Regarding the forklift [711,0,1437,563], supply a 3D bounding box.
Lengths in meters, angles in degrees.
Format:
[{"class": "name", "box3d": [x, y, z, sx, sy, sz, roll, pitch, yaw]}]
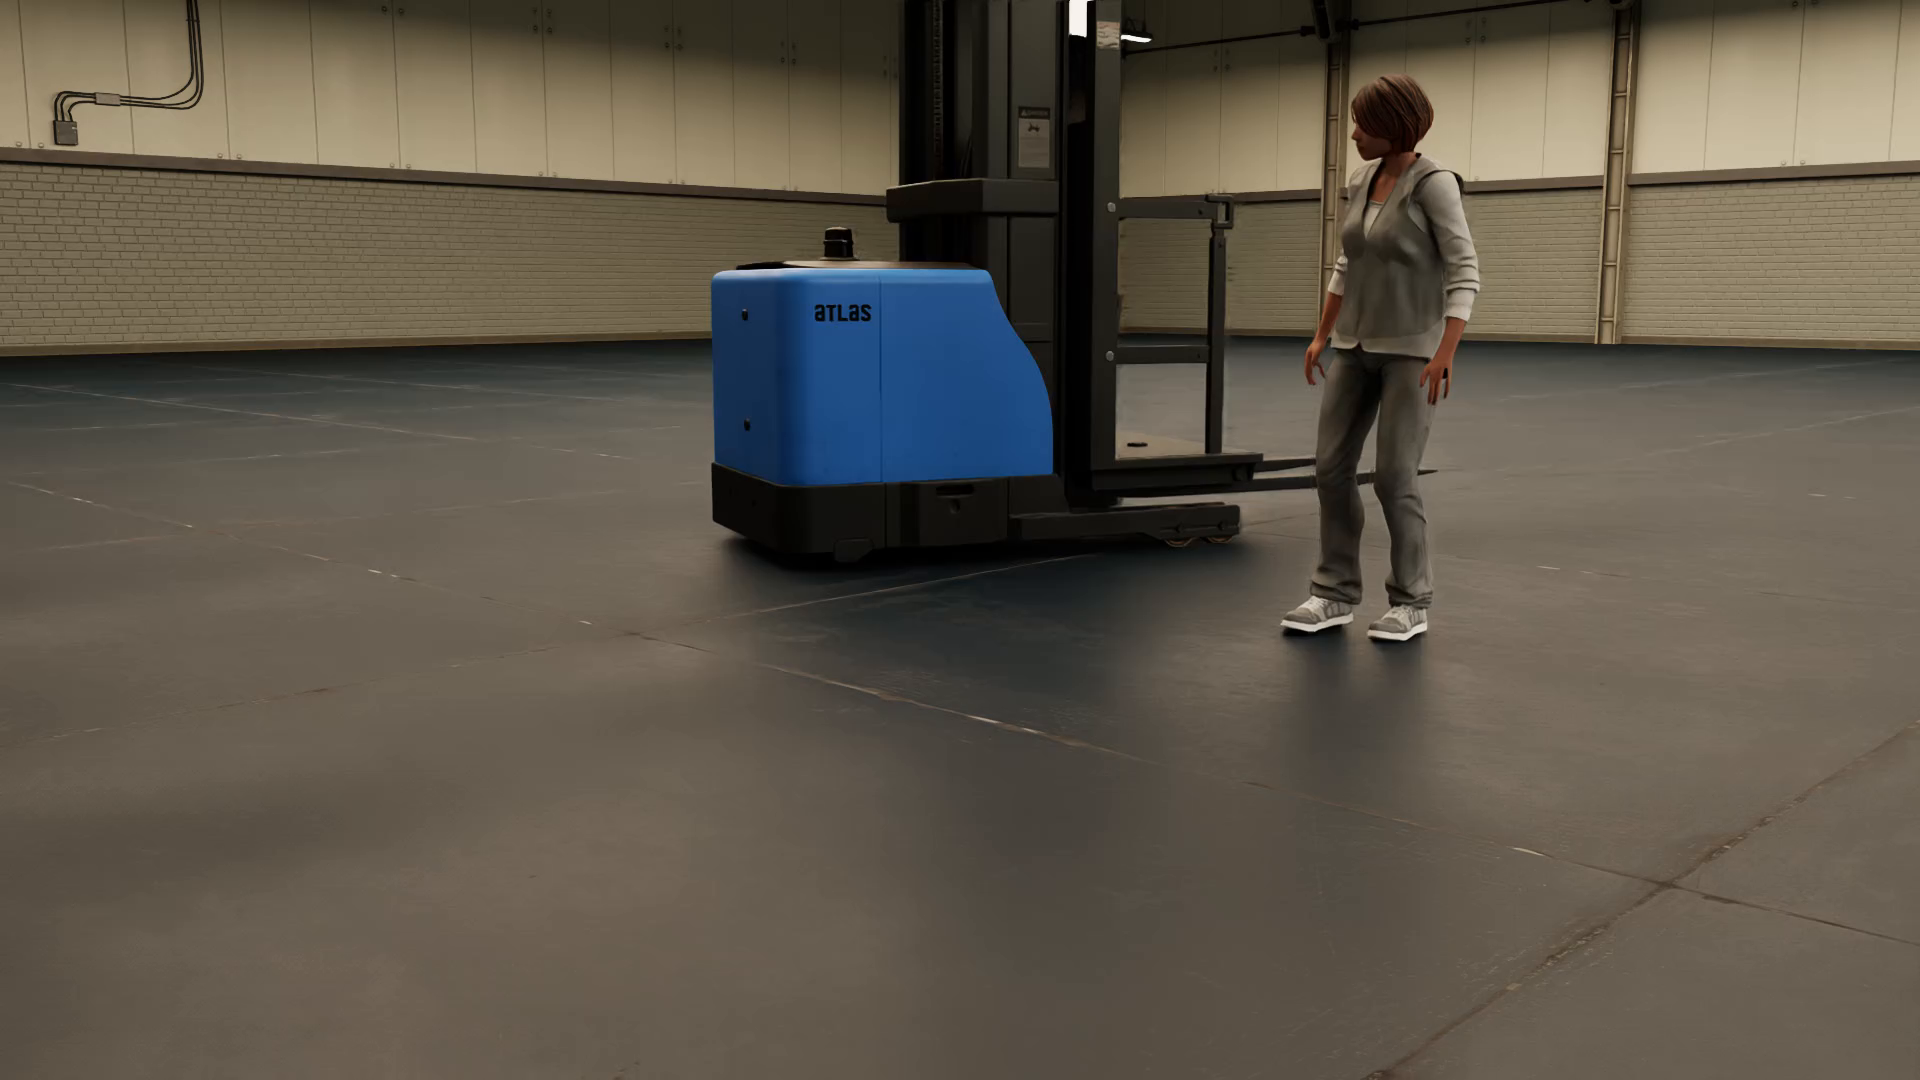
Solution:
[{"class": "forklift", "box3d": [0.559, -1.486, 6.742, 3.031, 2.935, 1.130, -4, 9, -23]}]

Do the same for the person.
[{"class": "person", "box3d": [1.195, -0.507, 4.763, 0.397, 1.587, 0.560, -6, 10, -34]}]
